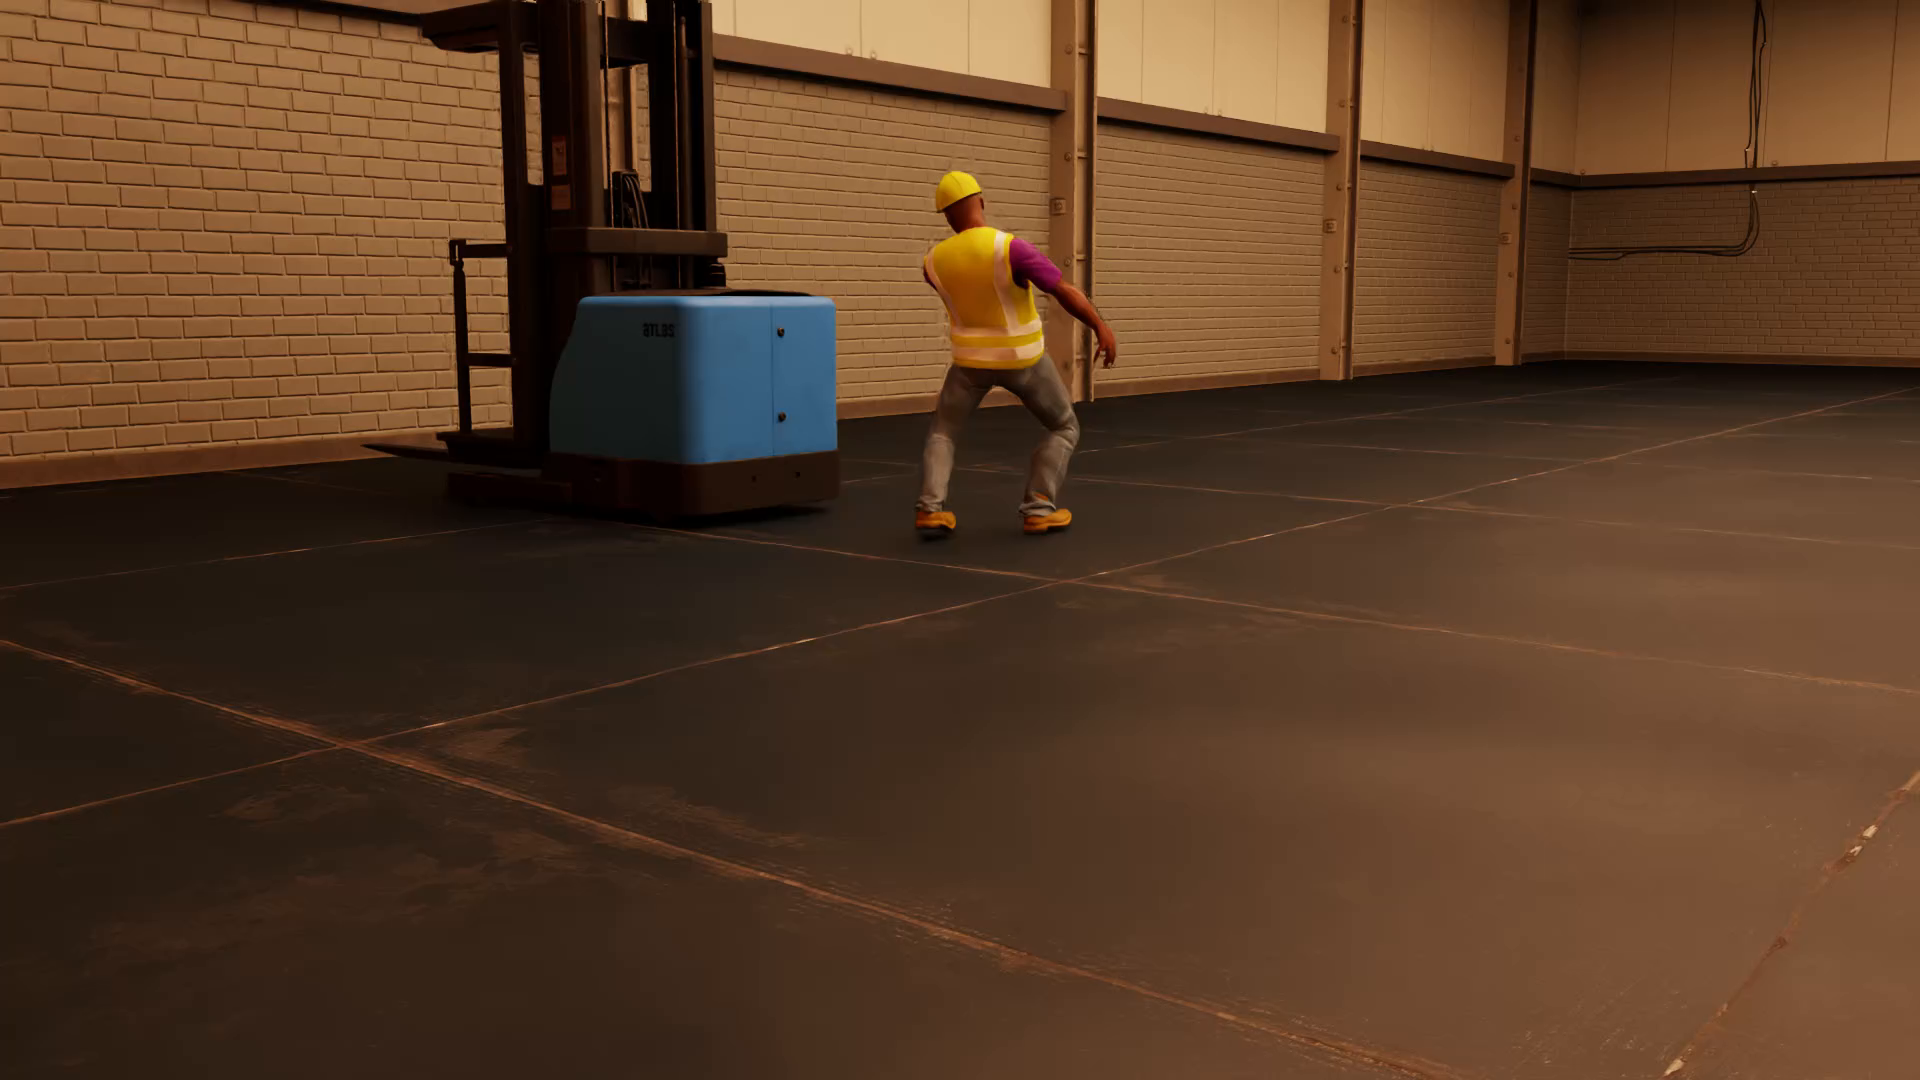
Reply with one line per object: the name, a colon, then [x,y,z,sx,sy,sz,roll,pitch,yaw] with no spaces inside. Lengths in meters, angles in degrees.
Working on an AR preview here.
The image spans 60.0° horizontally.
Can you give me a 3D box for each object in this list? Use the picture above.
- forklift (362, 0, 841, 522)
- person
forklift: [-2.072,-1.681,8.766,3.031,2.935,1.130,7,11,38]
person: [0.281,-0.876,7.552,0.863,1.544,0.871,2,9,13]
